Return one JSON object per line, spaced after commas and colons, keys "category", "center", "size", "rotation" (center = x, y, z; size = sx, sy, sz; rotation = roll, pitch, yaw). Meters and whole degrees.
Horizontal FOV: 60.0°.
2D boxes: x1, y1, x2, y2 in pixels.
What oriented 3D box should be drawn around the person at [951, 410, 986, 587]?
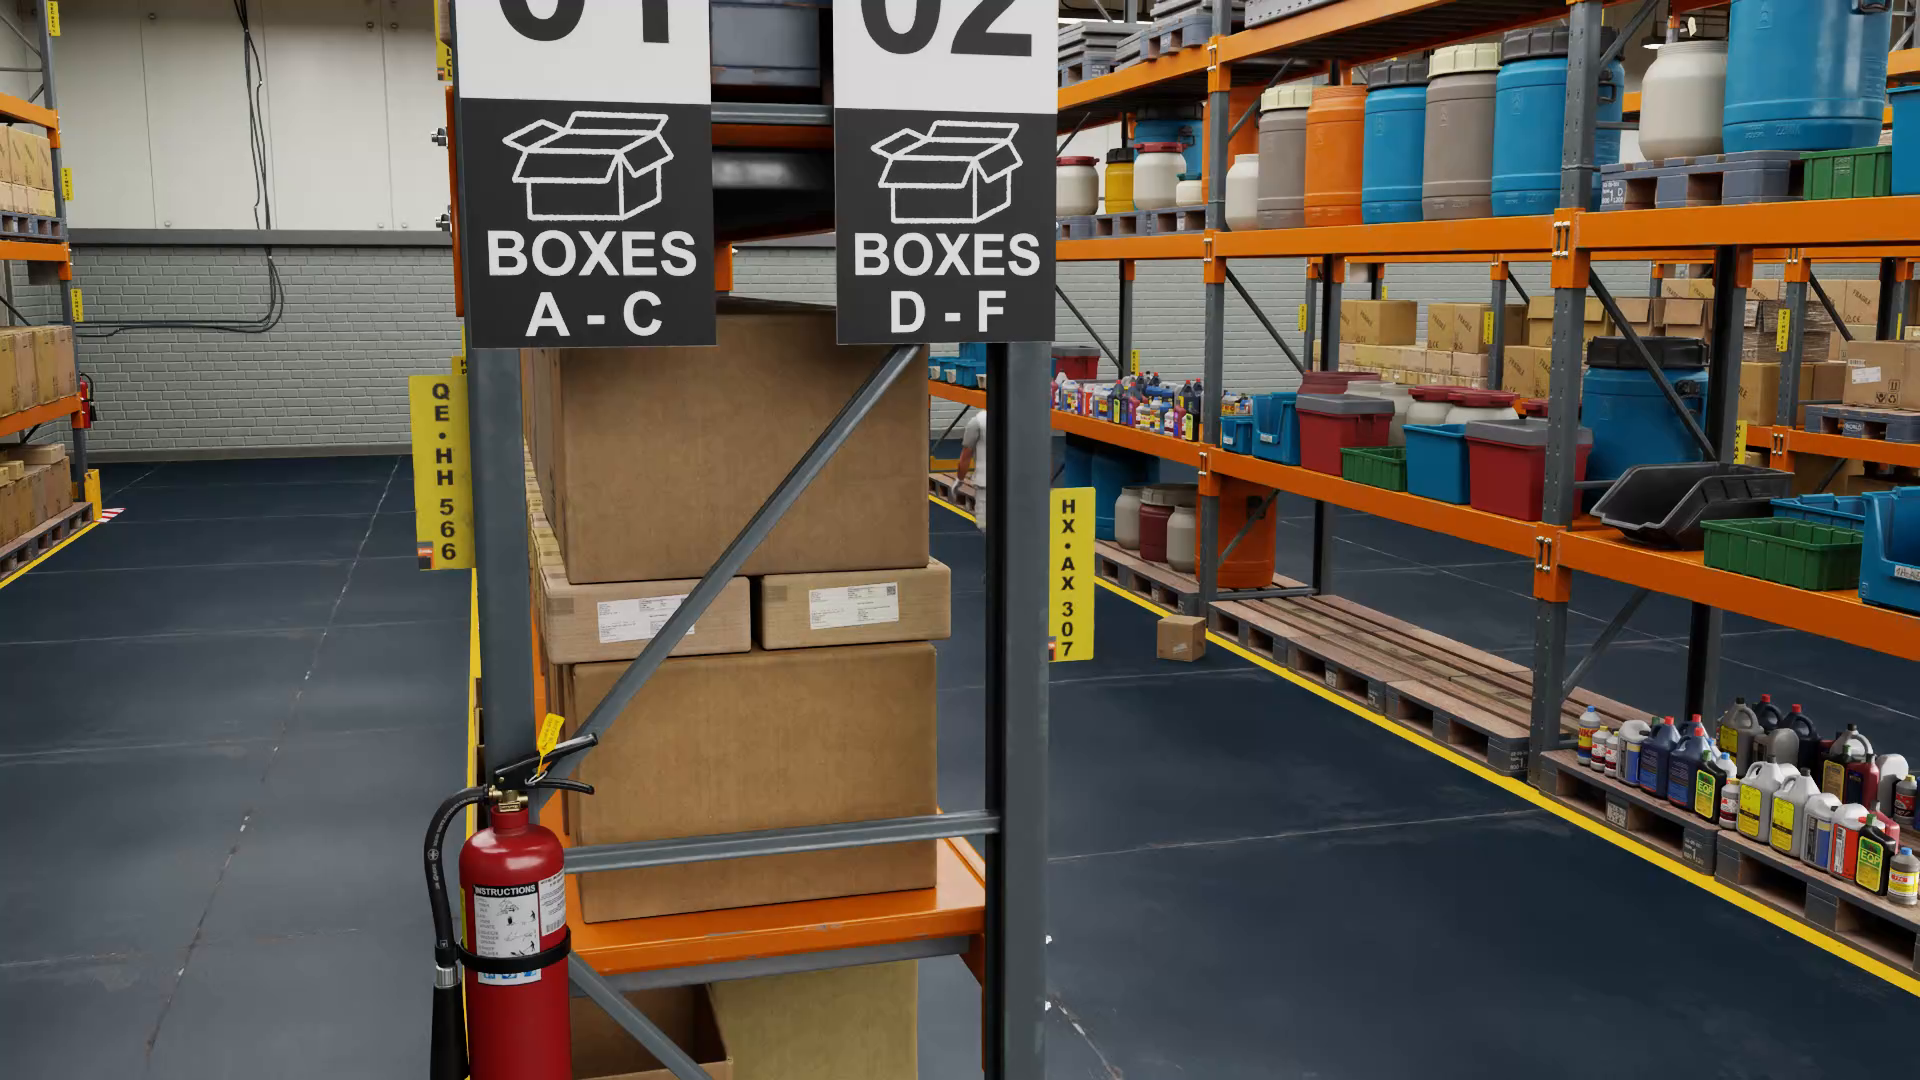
{"category": "person", "center": [0.259, -0.419, 12.928], "size": [0.586, 1.747, 1.052], "rotation": [-3, 10, -17]}
